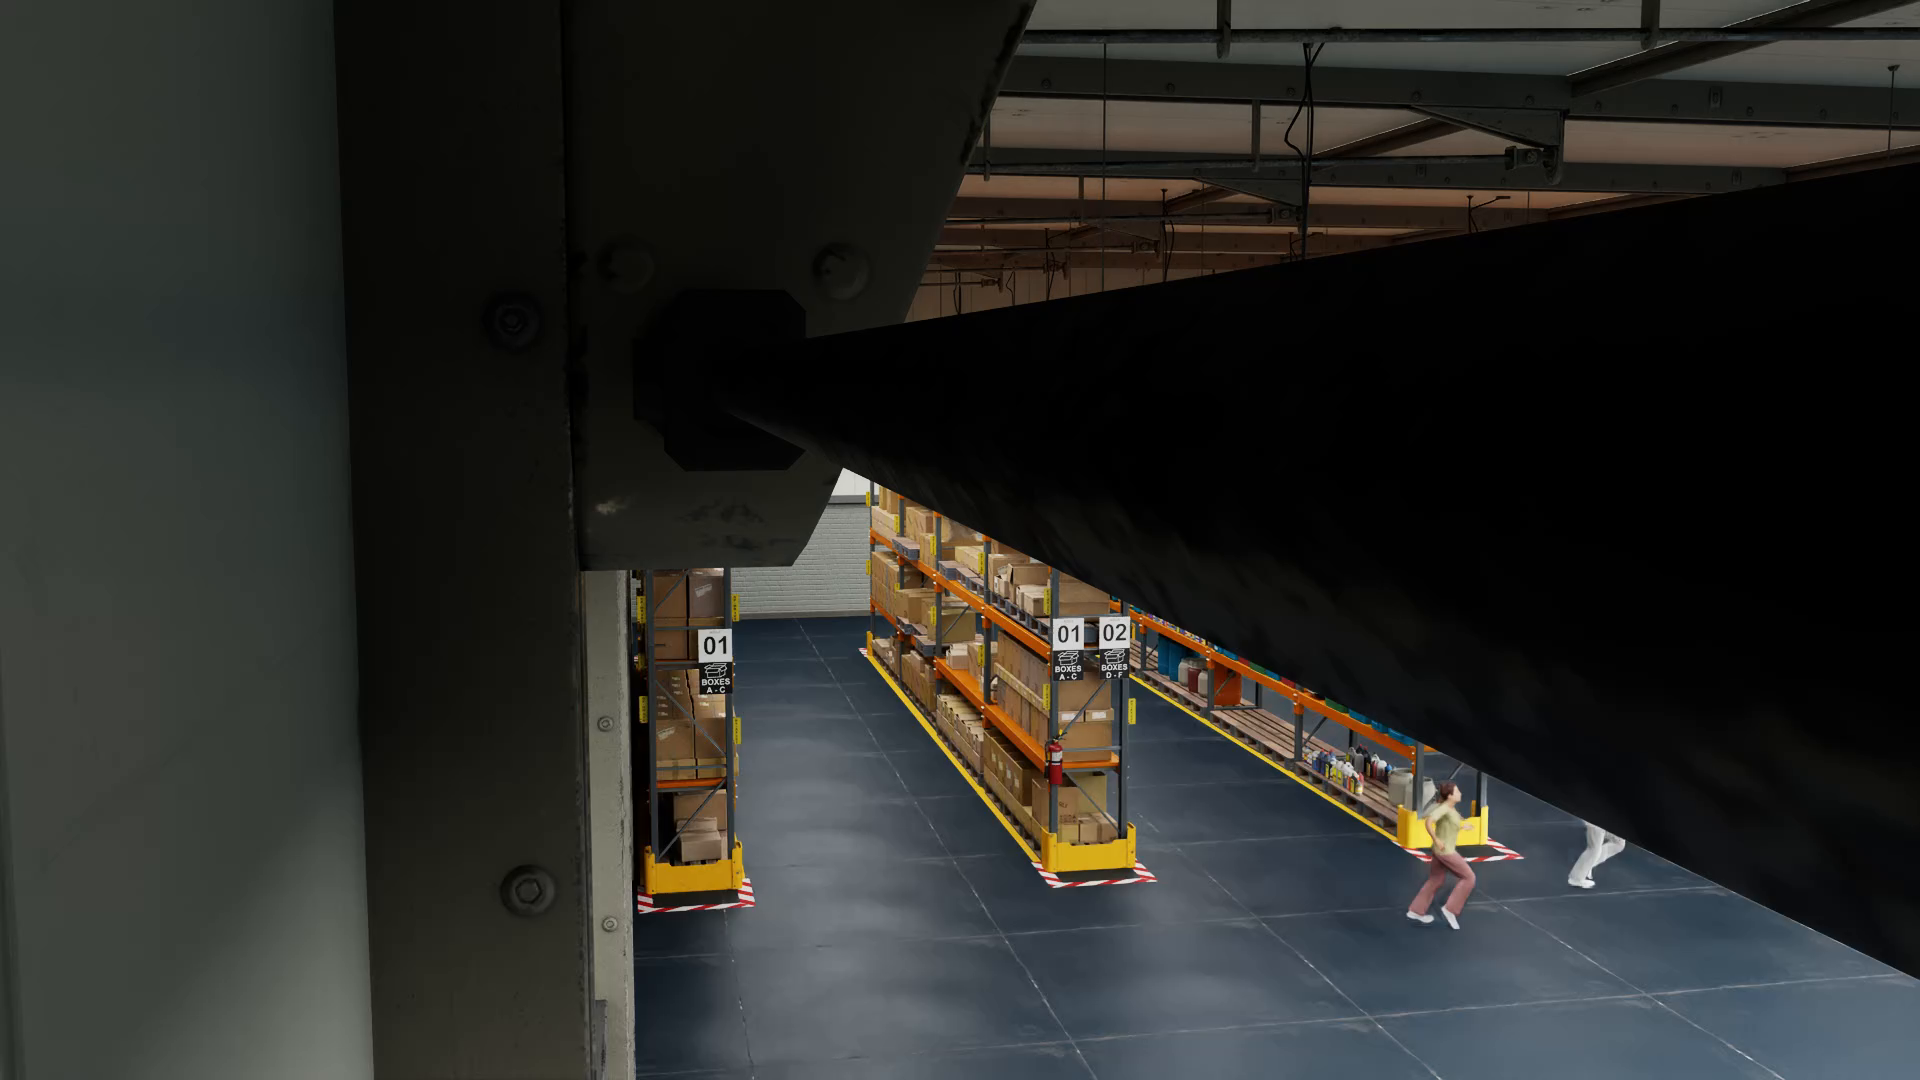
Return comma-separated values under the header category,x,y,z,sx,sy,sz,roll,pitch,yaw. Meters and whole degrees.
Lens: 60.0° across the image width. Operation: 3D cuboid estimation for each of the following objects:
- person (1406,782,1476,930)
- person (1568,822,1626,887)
category,x,y,z,sx,sy,sz,roll,pitch,yaw
person,5.440,3.548,18.804,0.732,1.675,0.564,1,6,10
person,7.788,3.411,20.176,0.708,1.621,0.591,3,7,27
